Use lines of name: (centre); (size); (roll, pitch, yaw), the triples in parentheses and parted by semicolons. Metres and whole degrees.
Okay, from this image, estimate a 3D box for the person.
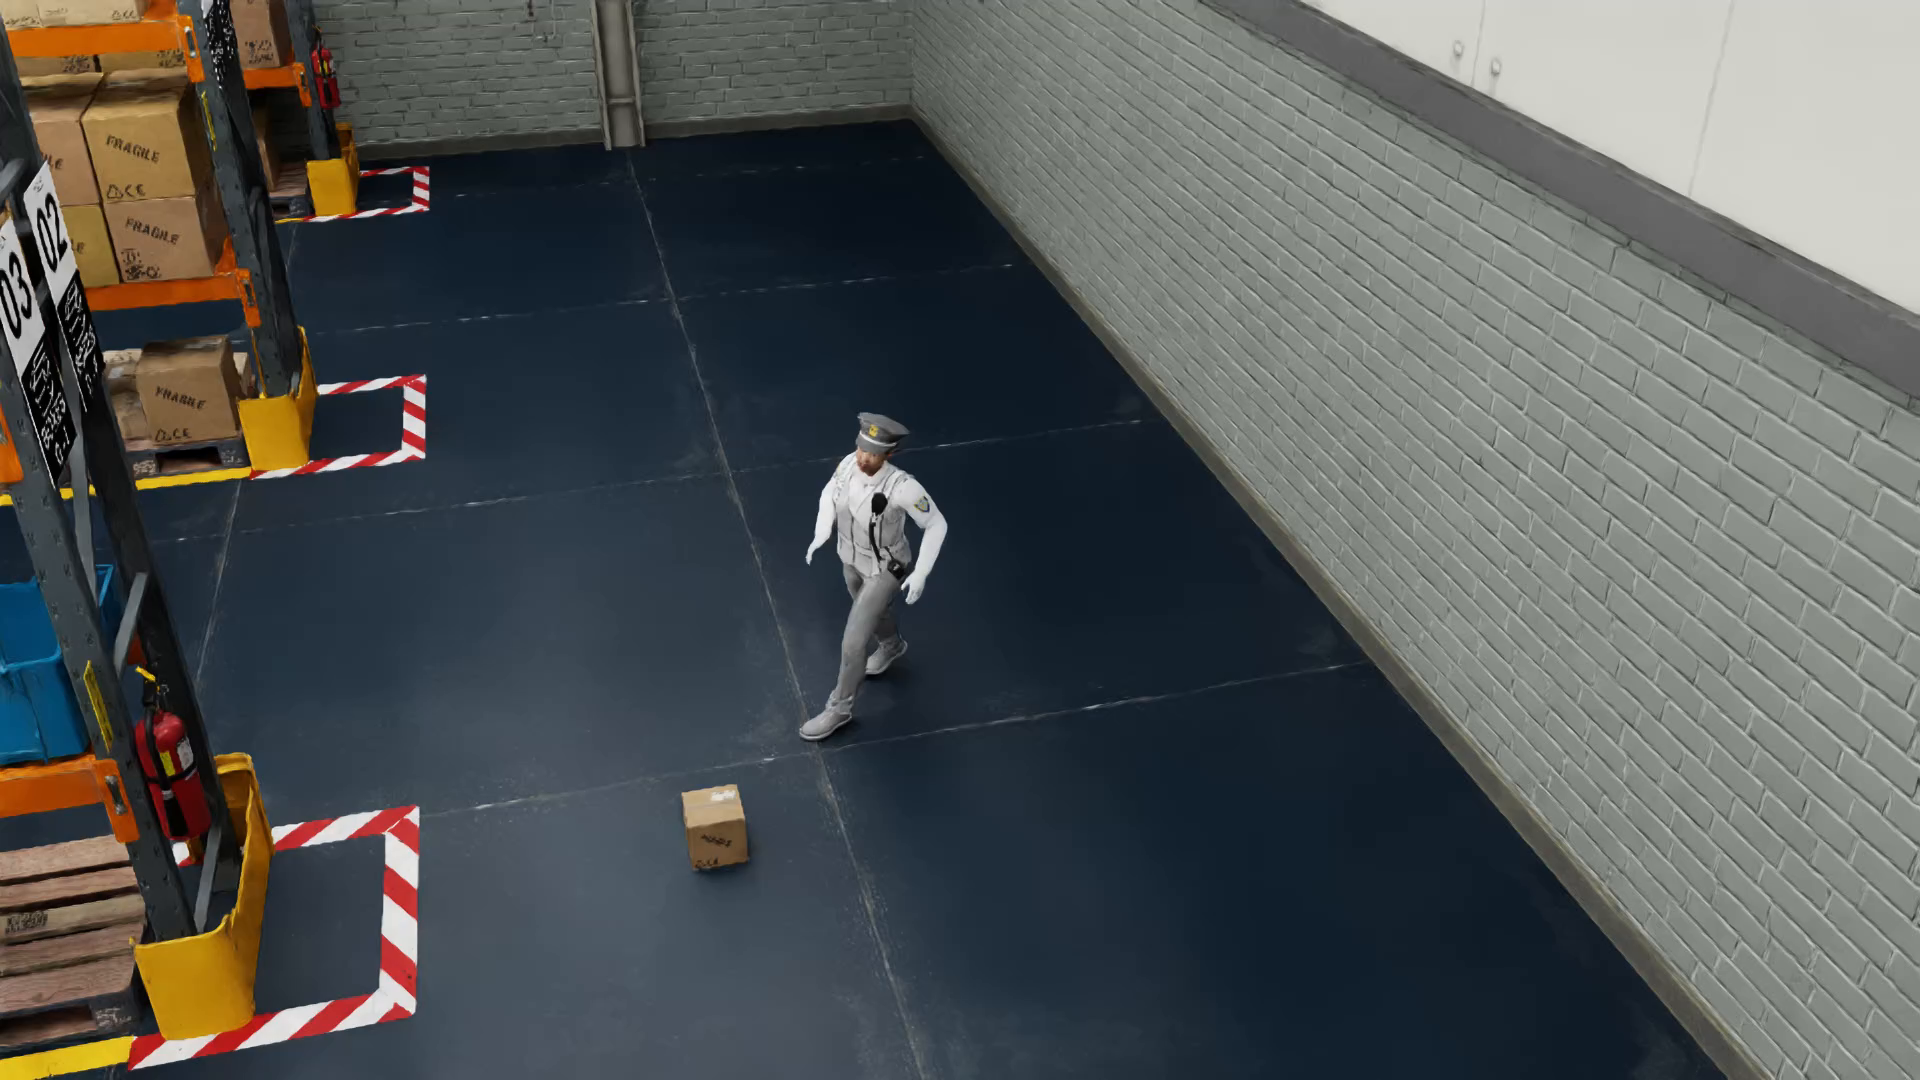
person: (-0.427, 0.135, 7.943); (0.664, 1.664, 0.838); (25, 39, 36)
